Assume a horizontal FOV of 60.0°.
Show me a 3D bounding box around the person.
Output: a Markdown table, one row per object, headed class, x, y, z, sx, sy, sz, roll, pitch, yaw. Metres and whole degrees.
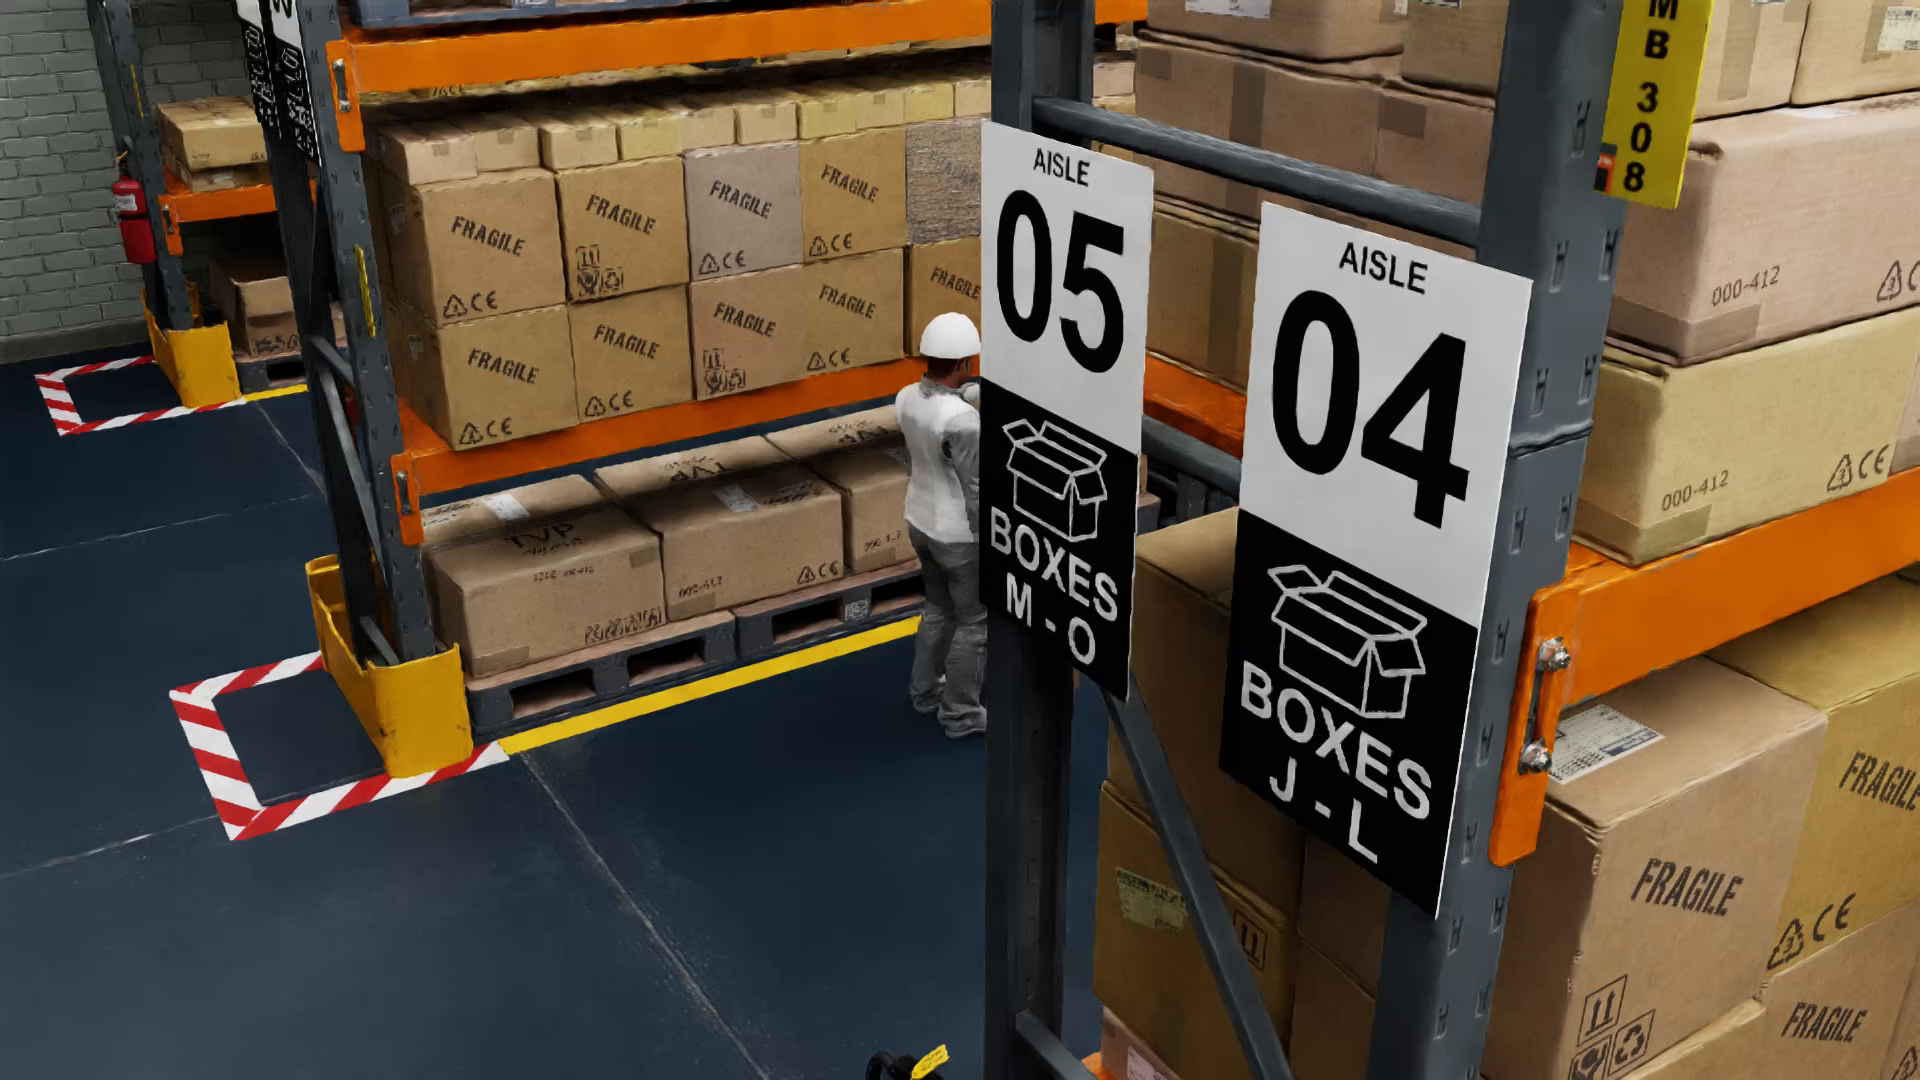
| class | x | y | z | sx | sy | sz | roll | pitch | yaw |
| --- | --- | --- | --- | --- | --- | --- | --- | --- | --- |
| person | -0.033 | -0.064 | 6.725 | 0.358 | 1.765 | 0.533 | -15 | 29 | -29 |
